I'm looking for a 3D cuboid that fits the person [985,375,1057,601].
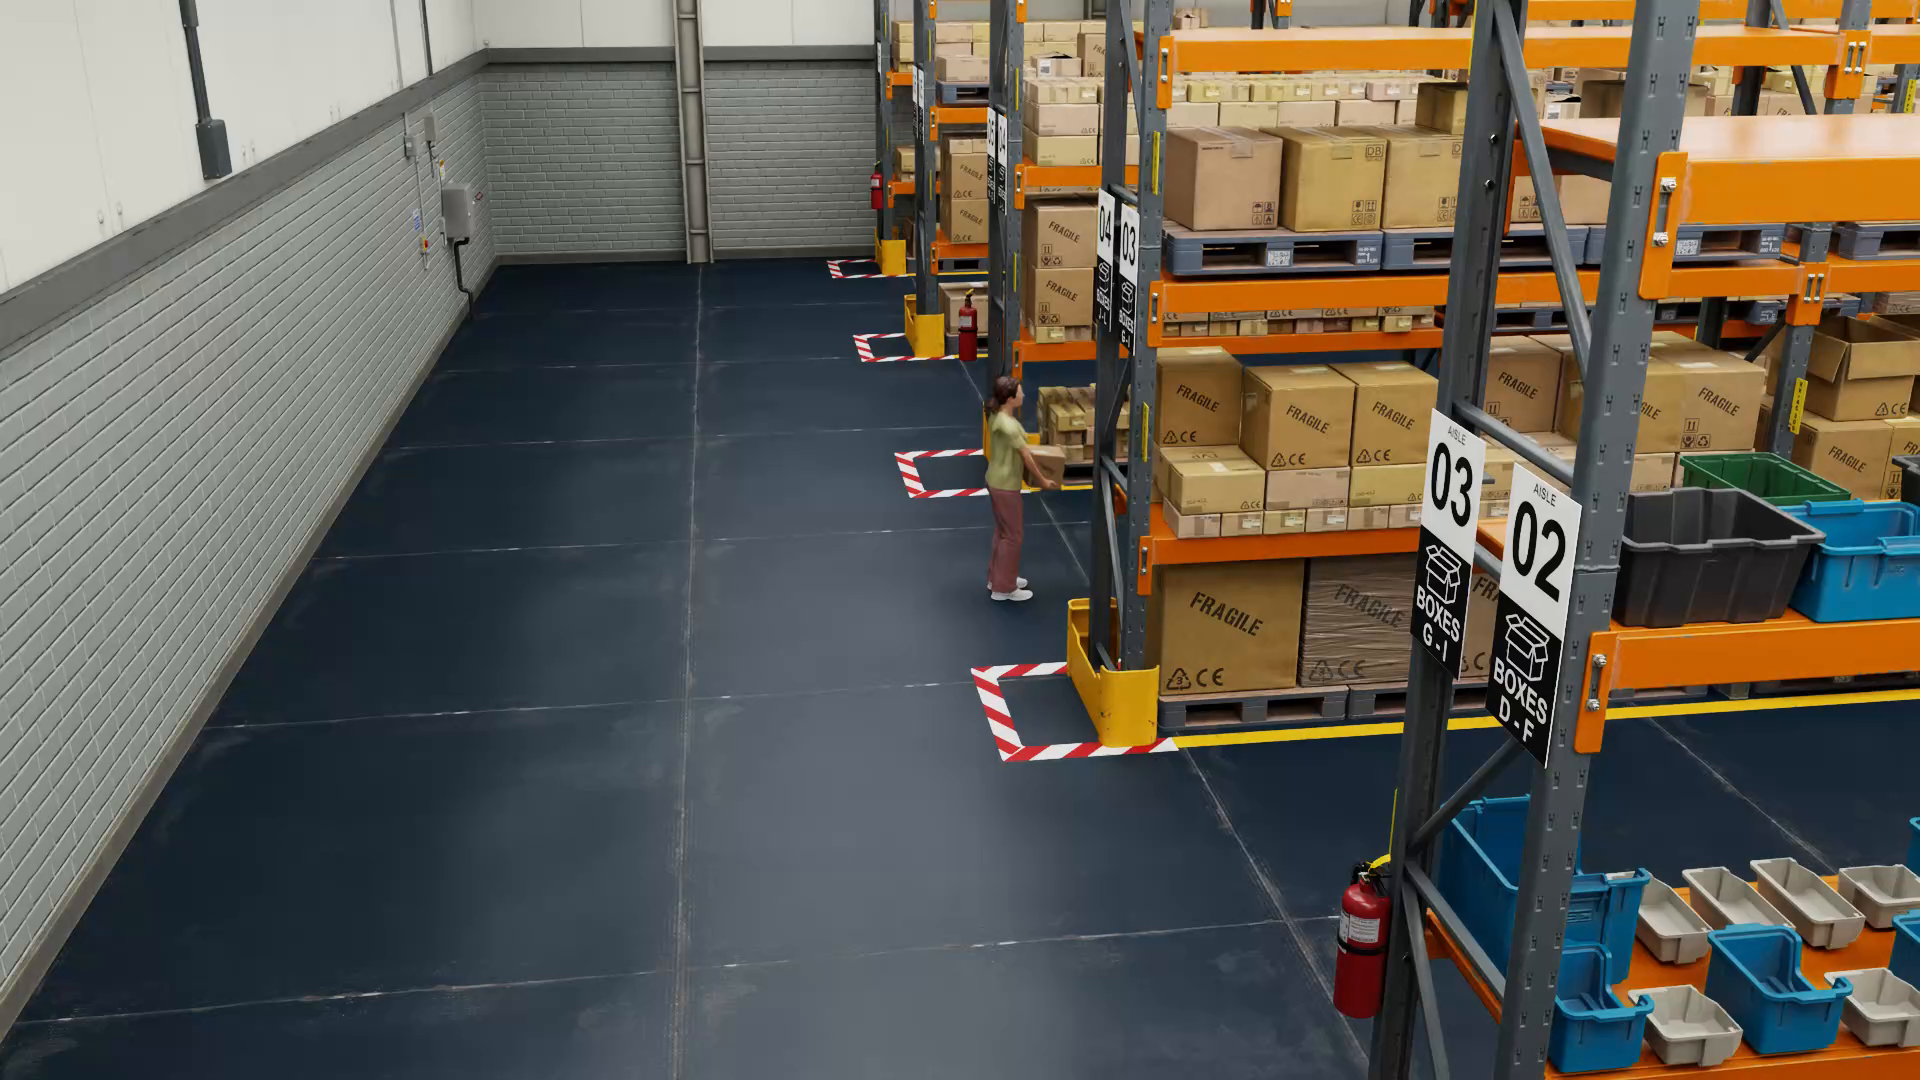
[{"bbox_3d":[0.430,-0.389,12.159,0.514,1.669,0.406,-3,20,-8],"label":"person"}]
